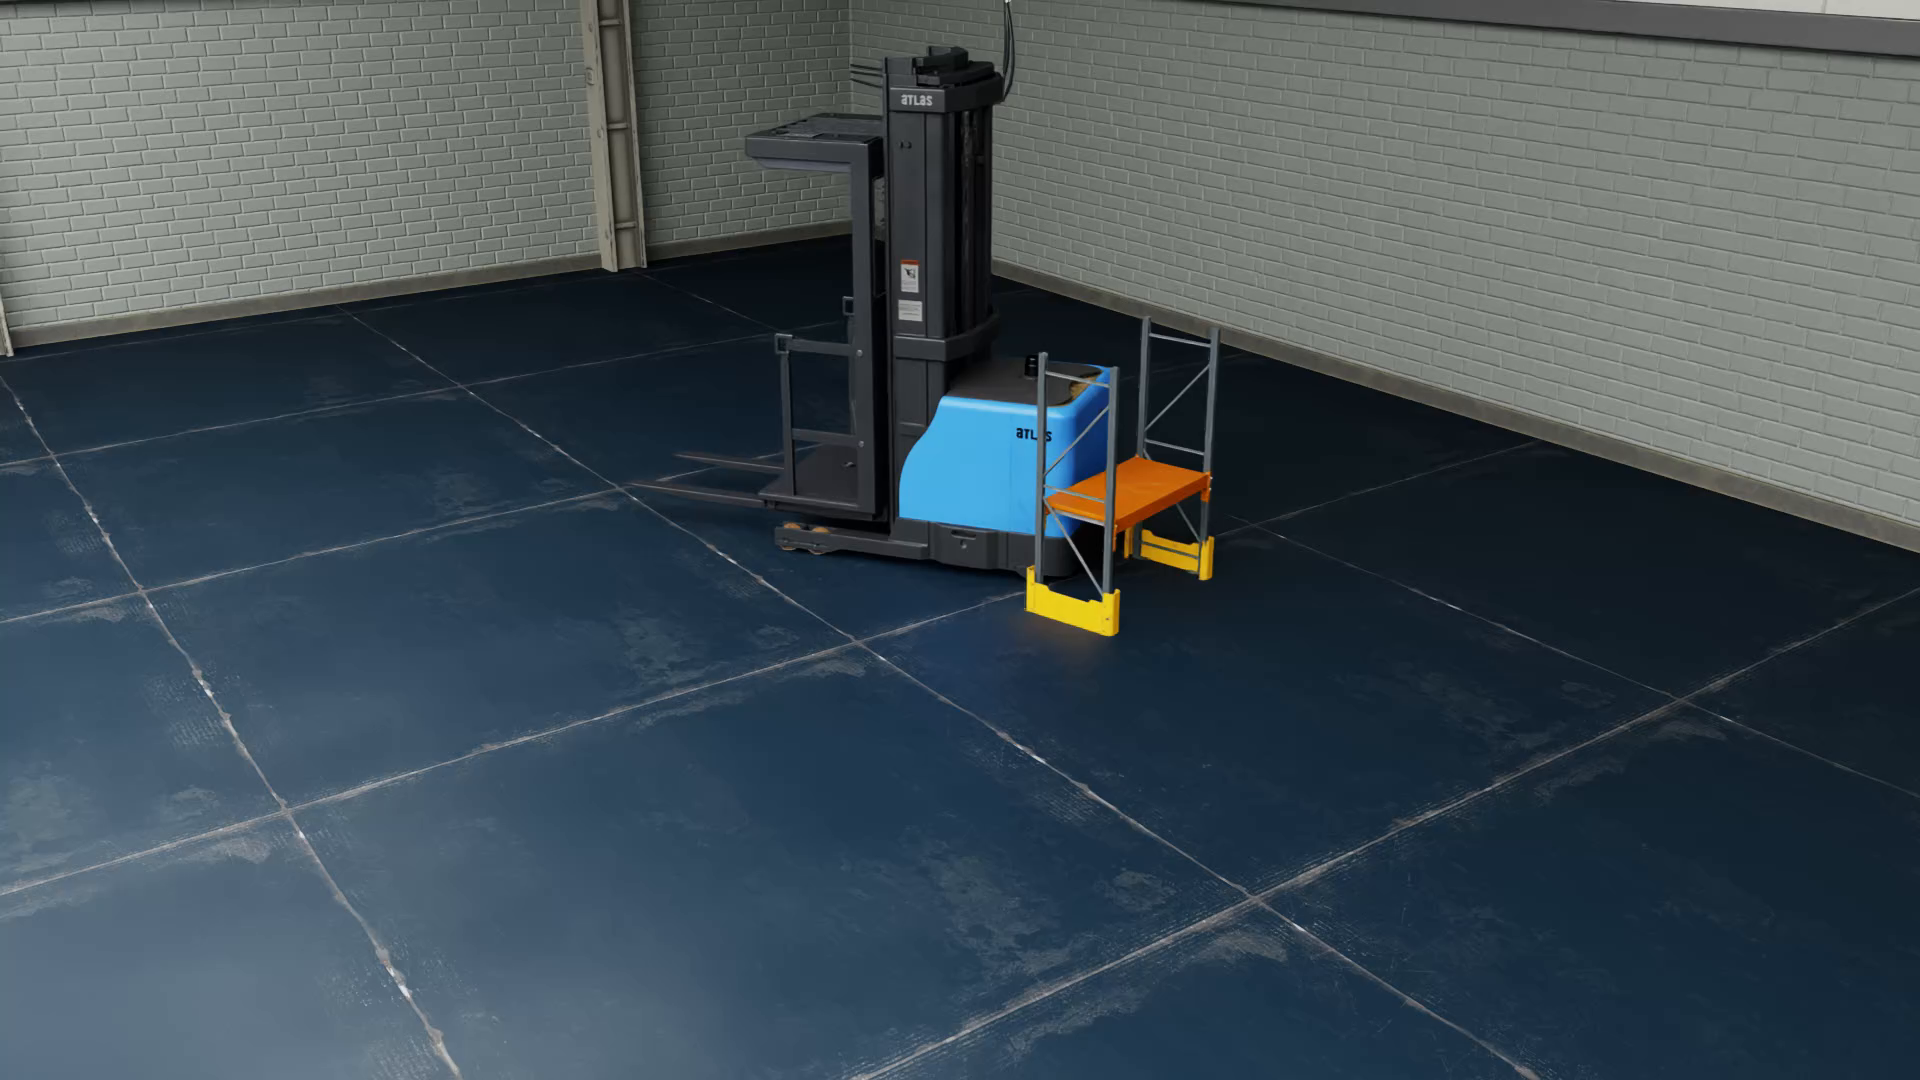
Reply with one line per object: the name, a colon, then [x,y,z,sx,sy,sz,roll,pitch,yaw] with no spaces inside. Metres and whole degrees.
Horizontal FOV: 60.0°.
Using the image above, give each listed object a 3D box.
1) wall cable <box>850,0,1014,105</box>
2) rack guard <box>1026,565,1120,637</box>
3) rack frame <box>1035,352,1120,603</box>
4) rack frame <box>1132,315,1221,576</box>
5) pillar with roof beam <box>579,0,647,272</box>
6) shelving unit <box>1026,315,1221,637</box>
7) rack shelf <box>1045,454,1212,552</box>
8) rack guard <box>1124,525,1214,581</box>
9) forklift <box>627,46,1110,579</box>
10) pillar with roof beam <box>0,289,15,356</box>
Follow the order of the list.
wall cable: [-0.403,-5.877,17.172,0.112,2.526,3.097,-15,26,-33]
rack guard: [0.622,0.335,9.221,0.587,0.250,0.087,17,27,35]
rack frame: [0.622,-0.246,8.988,0.500,1.500,0.032,17,27,35]
rack frame: [1.257,-0.540,9.726,0.500,1.500,0.032,17,27,35]
pillar with roof beam: [-1.052,-5.784,12.749,0.400,9.000,9.100,-15,26,-33]
shelving unit: [0.933,-0.390,9.350,0.587,1.500,1.083,17,27,35]
rack shelf: [0.939,-0.226,9.424,0.538,0.185,1.000,17,27,35]
rack guard: [1.244,0.046,9.943,0.587,0.250,0.087,17,27,35]
forklift: [-0.611,-1.444,10.060,3.031,2.935,1.130,8,23,19]
pillar with roof beam: [-5.923,-4.485,9.495,0.400,9.000,9.100,-15,26,-33]
